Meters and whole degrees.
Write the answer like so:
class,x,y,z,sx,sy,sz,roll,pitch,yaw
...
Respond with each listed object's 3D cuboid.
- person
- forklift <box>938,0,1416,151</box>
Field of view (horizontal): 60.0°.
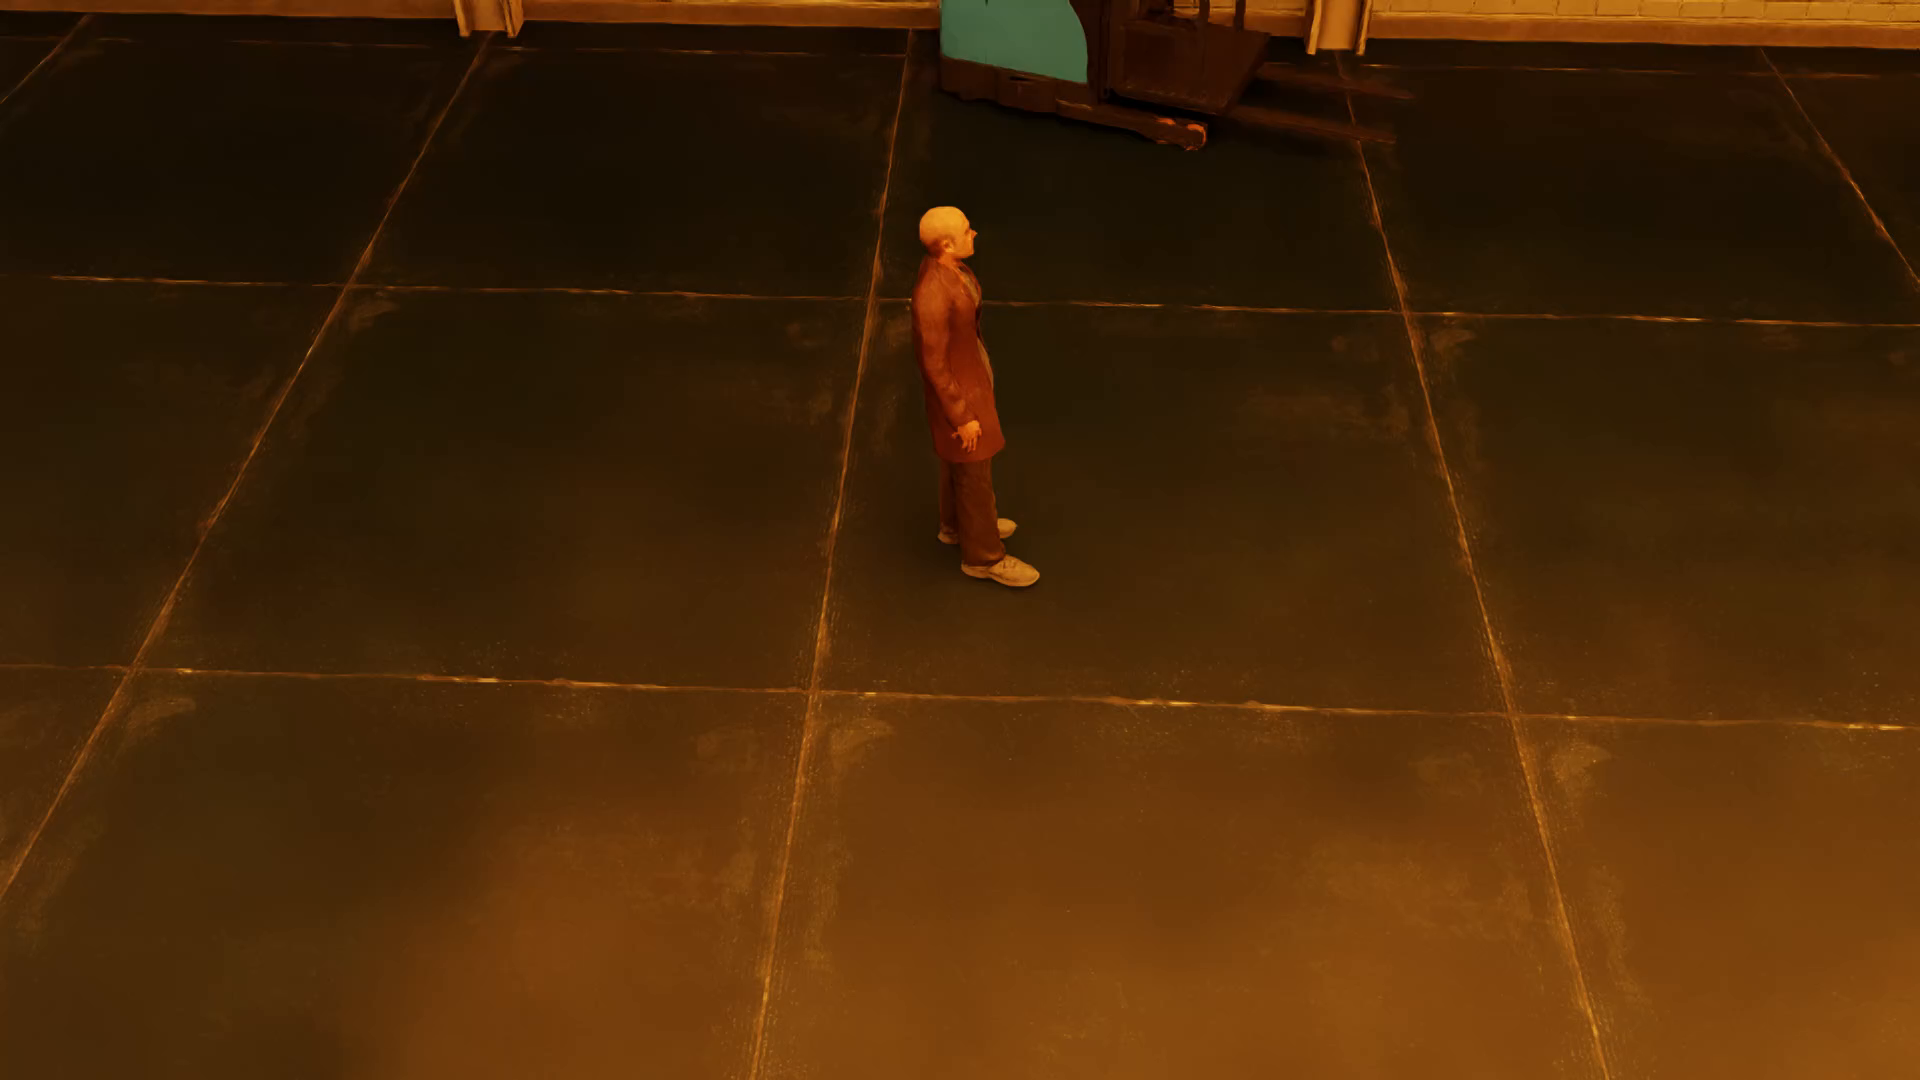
class,x,y,z,sx,sy,sz,roll,pitch,yaw
person,0.091,-0.656,7.305,0.580,1.776,0.694,2,42,2
forklift,1.421,-3.982,10.104,3.031,2.935,1.130,16,45,16
